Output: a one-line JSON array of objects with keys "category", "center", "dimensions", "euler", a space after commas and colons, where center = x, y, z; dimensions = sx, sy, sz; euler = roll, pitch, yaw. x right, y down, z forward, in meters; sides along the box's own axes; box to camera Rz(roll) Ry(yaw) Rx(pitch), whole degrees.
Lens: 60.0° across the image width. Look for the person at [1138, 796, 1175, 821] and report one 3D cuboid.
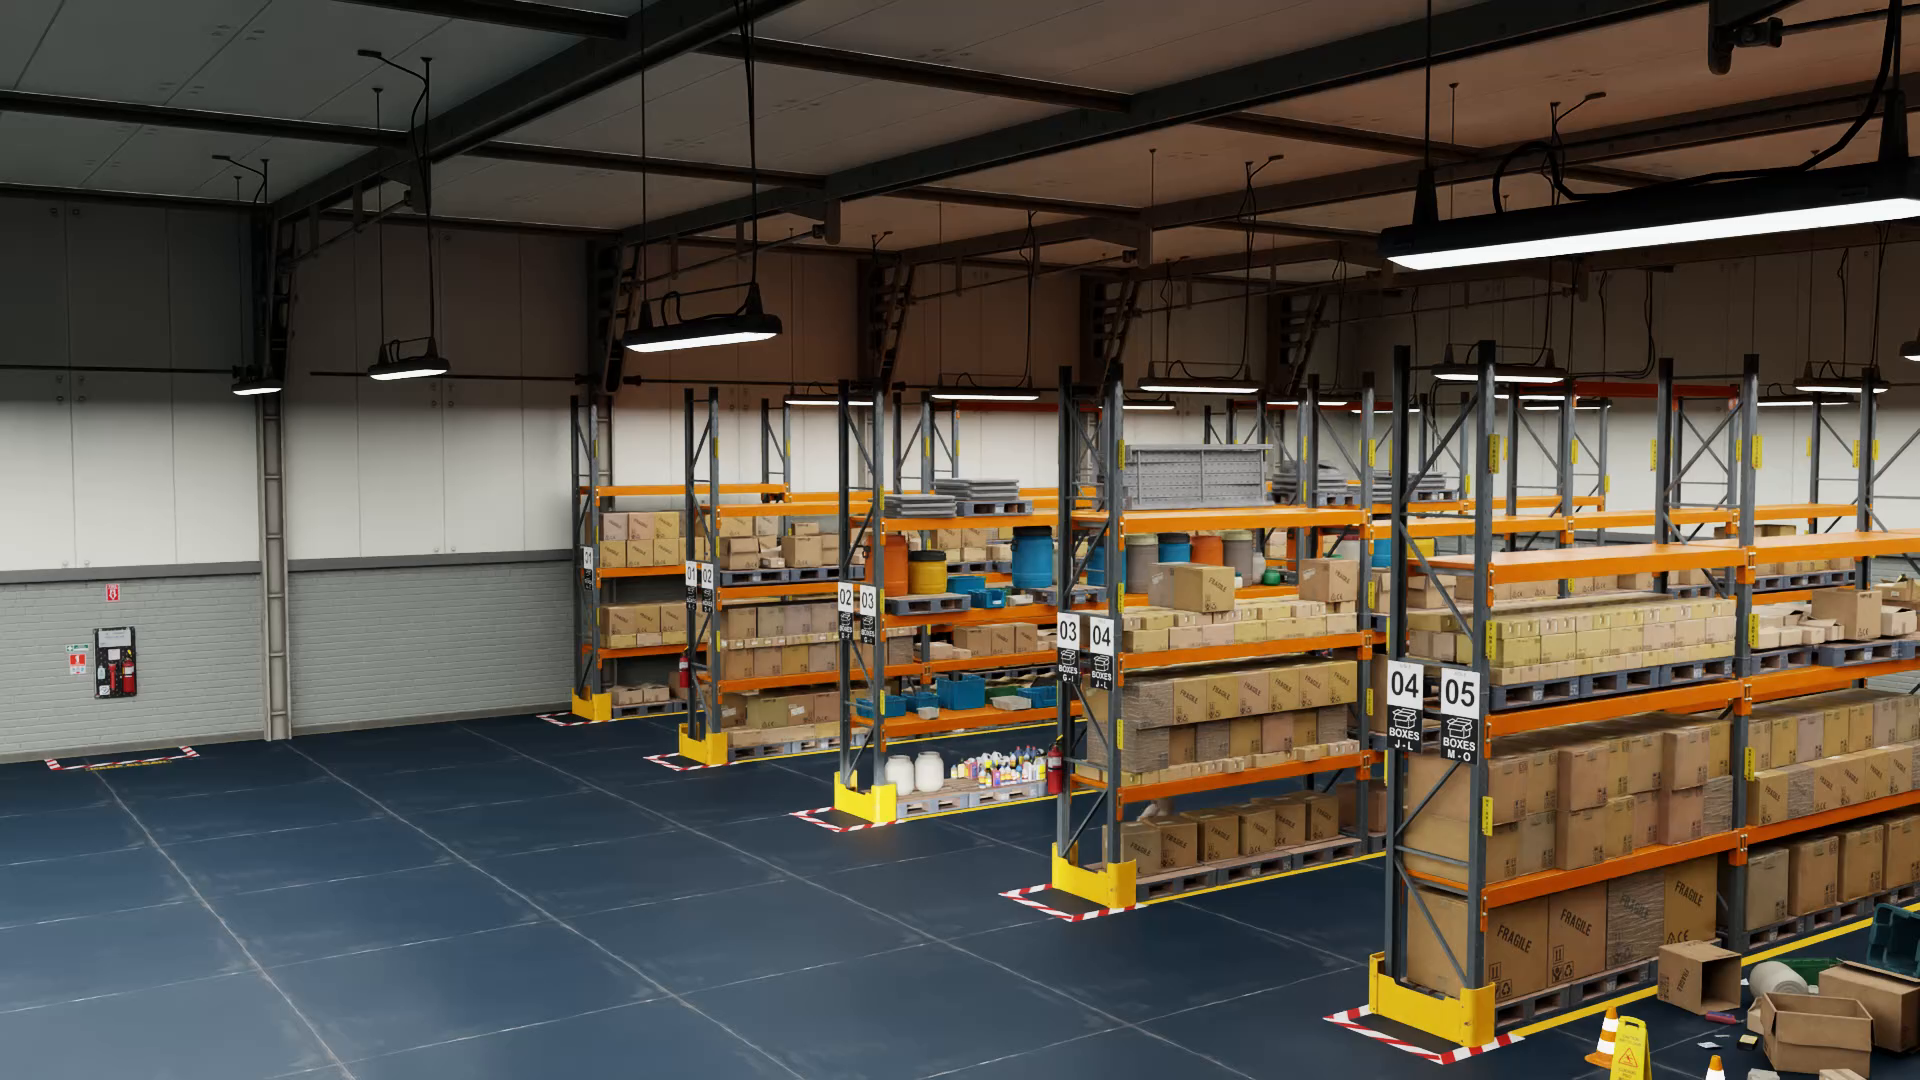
[{"category": "person", "center": [2.604, 3.082, 21.264], "dimensions": [0.779, 1.616, 0.616], "euler": [-2, 4, -33]}]
